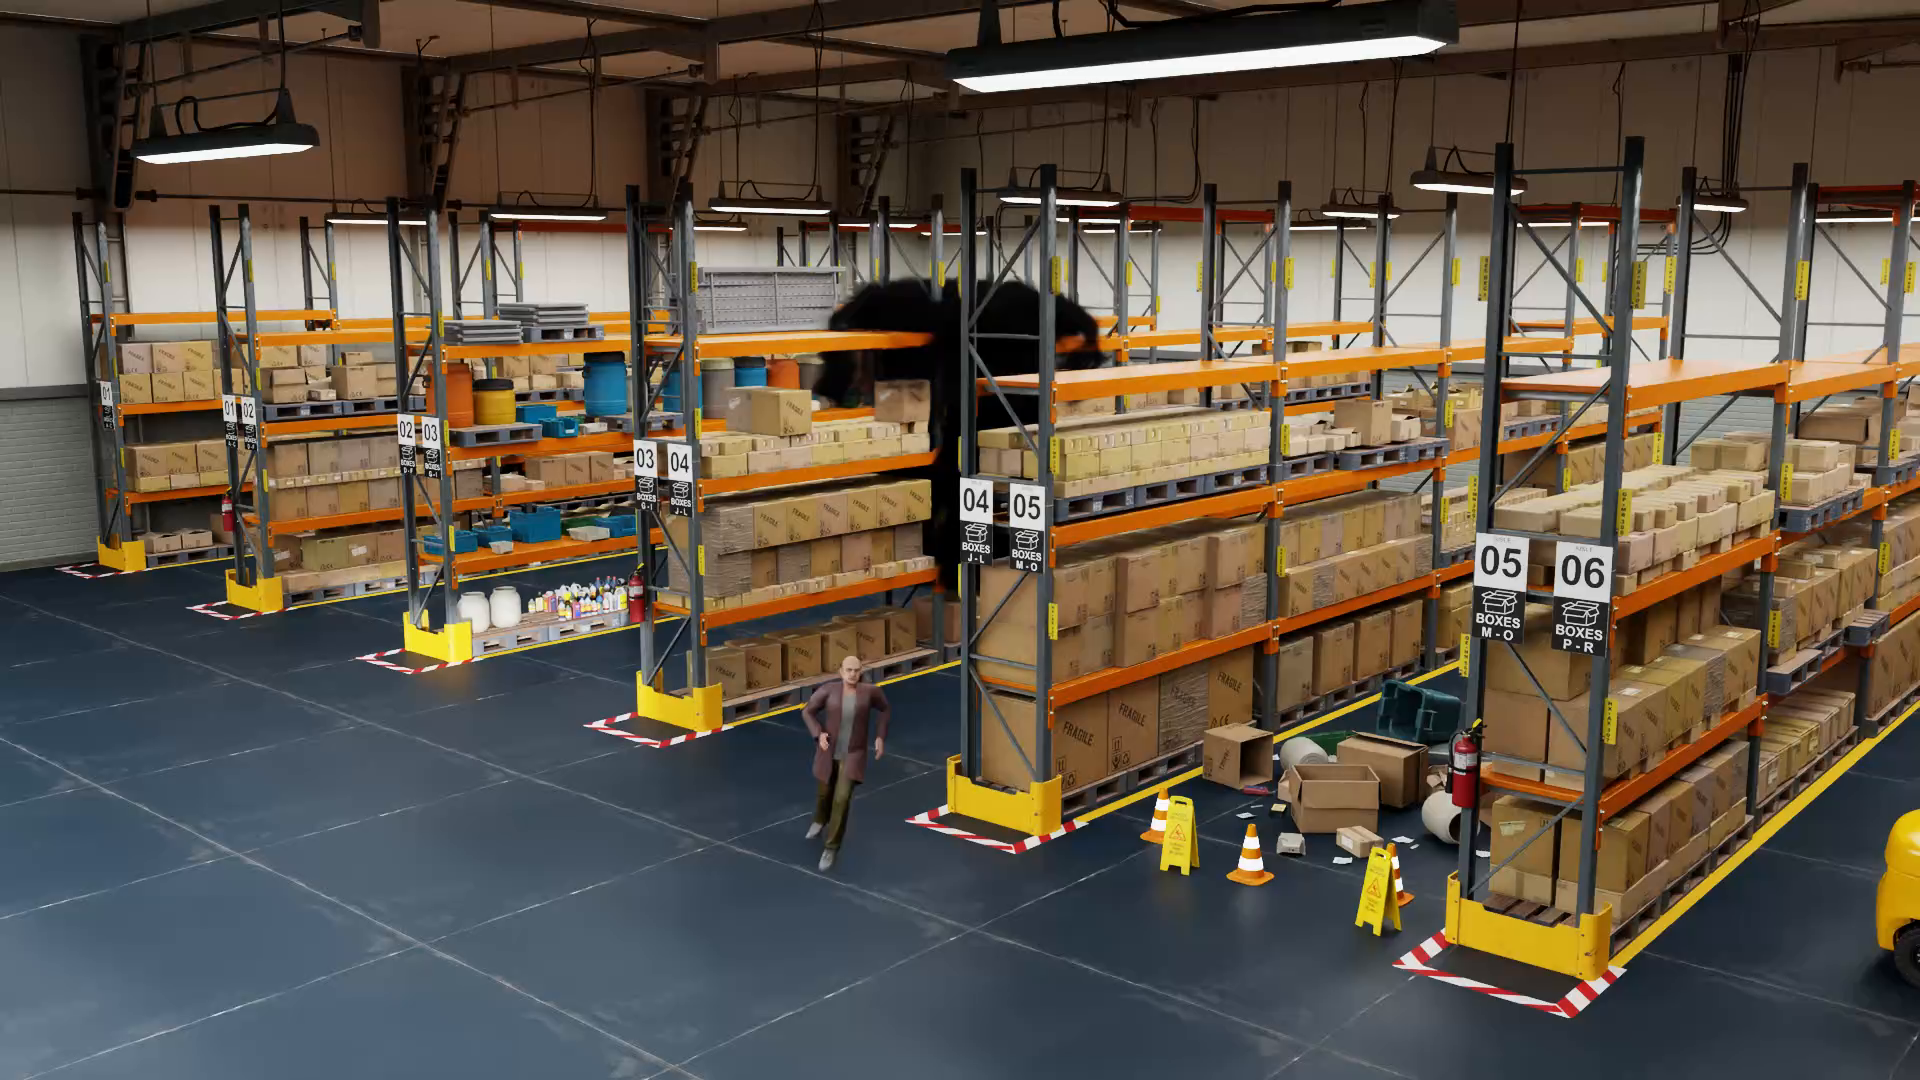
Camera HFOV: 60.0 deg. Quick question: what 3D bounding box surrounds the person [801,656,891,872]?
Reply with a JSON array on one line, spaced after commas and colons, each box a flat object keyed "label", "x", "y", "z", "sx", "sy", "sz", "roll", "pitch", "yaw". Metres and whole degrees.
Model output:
[{"label": "person", "x": -1.012, "y": 1.900, "z": 14.581, "sx": 0.767, "sy": 1.798, "sz": 0.937, "roll": 1, "pitch": 9, "yaw": 4}]

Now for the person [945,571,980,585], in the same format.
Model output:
[{"label": "person", "x": 0.016, "y": -0.196, "z": 25.378, "sx": 0.711, "sy": 1.793, "sz": 0.901, "roll": 6, "pitch": 11, "yaw": 30}]
